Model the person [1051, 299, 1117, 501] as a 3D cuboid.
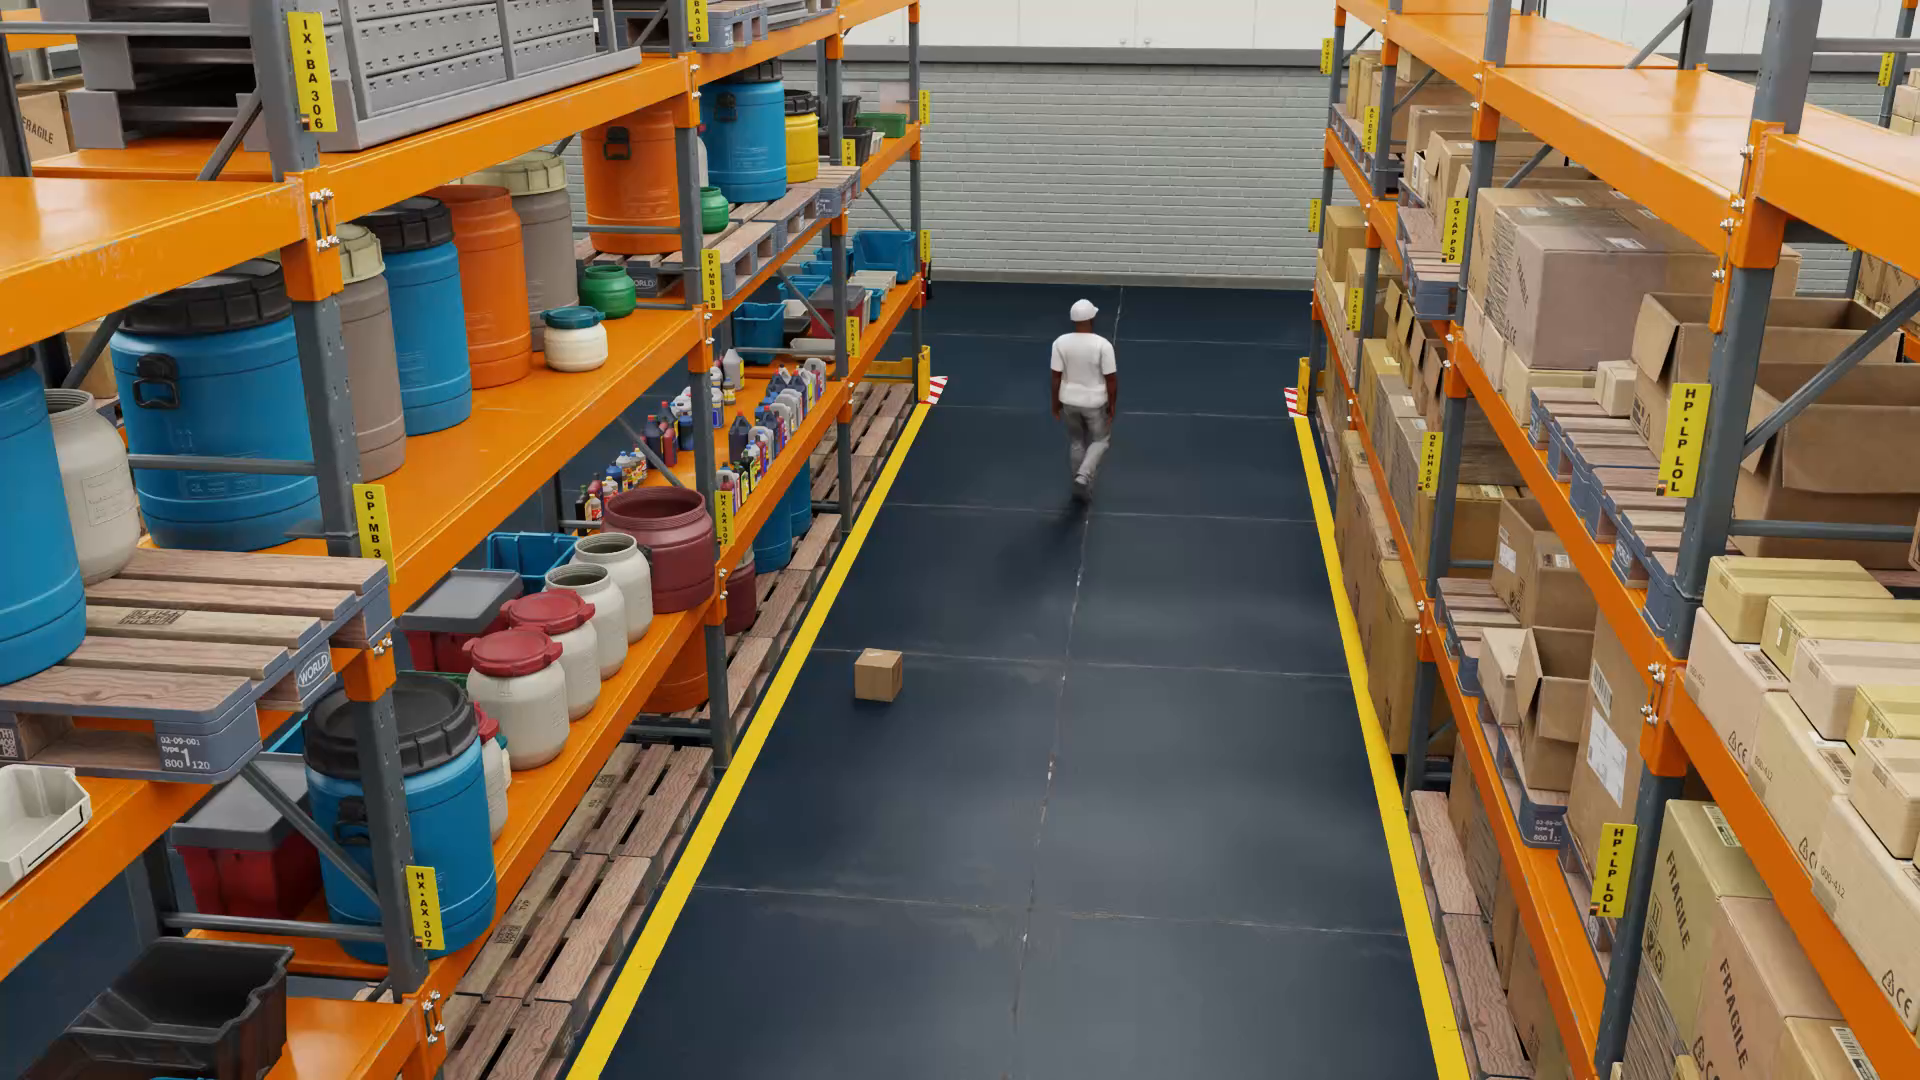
[{"bbox_3d":[1.047,-1.162,14.026,0.573,1.753,0.684,8,23,21],"label":"person"}]
